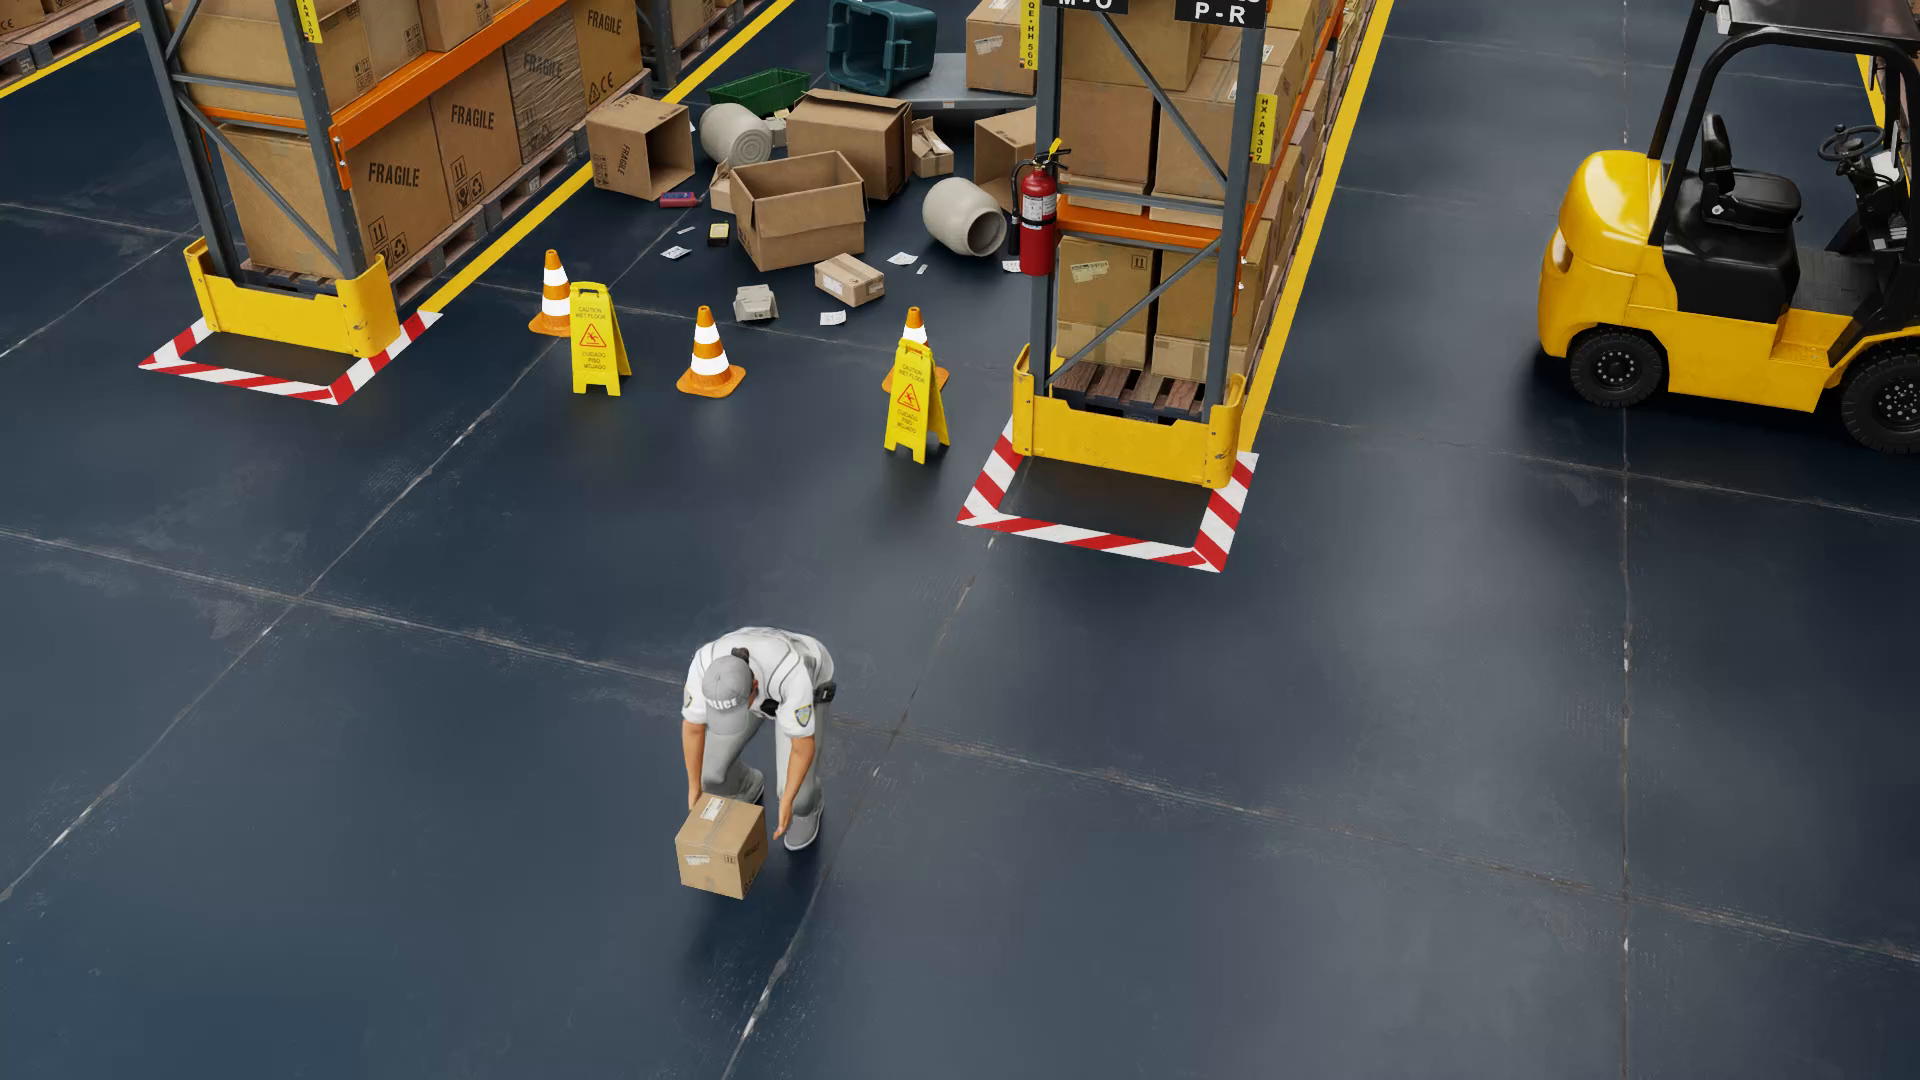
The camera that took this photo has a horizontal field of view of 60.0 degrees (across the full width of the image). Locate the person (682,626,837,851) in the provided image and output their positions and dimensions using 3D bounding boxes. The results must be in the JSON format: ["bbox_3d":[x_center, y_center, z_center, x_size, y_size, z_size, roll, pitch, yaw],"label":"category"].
[{"bbox_3d":[-0.751,0.721,6.364,0.541,1.158,0.817,11,39,14],"label":"person"}]
